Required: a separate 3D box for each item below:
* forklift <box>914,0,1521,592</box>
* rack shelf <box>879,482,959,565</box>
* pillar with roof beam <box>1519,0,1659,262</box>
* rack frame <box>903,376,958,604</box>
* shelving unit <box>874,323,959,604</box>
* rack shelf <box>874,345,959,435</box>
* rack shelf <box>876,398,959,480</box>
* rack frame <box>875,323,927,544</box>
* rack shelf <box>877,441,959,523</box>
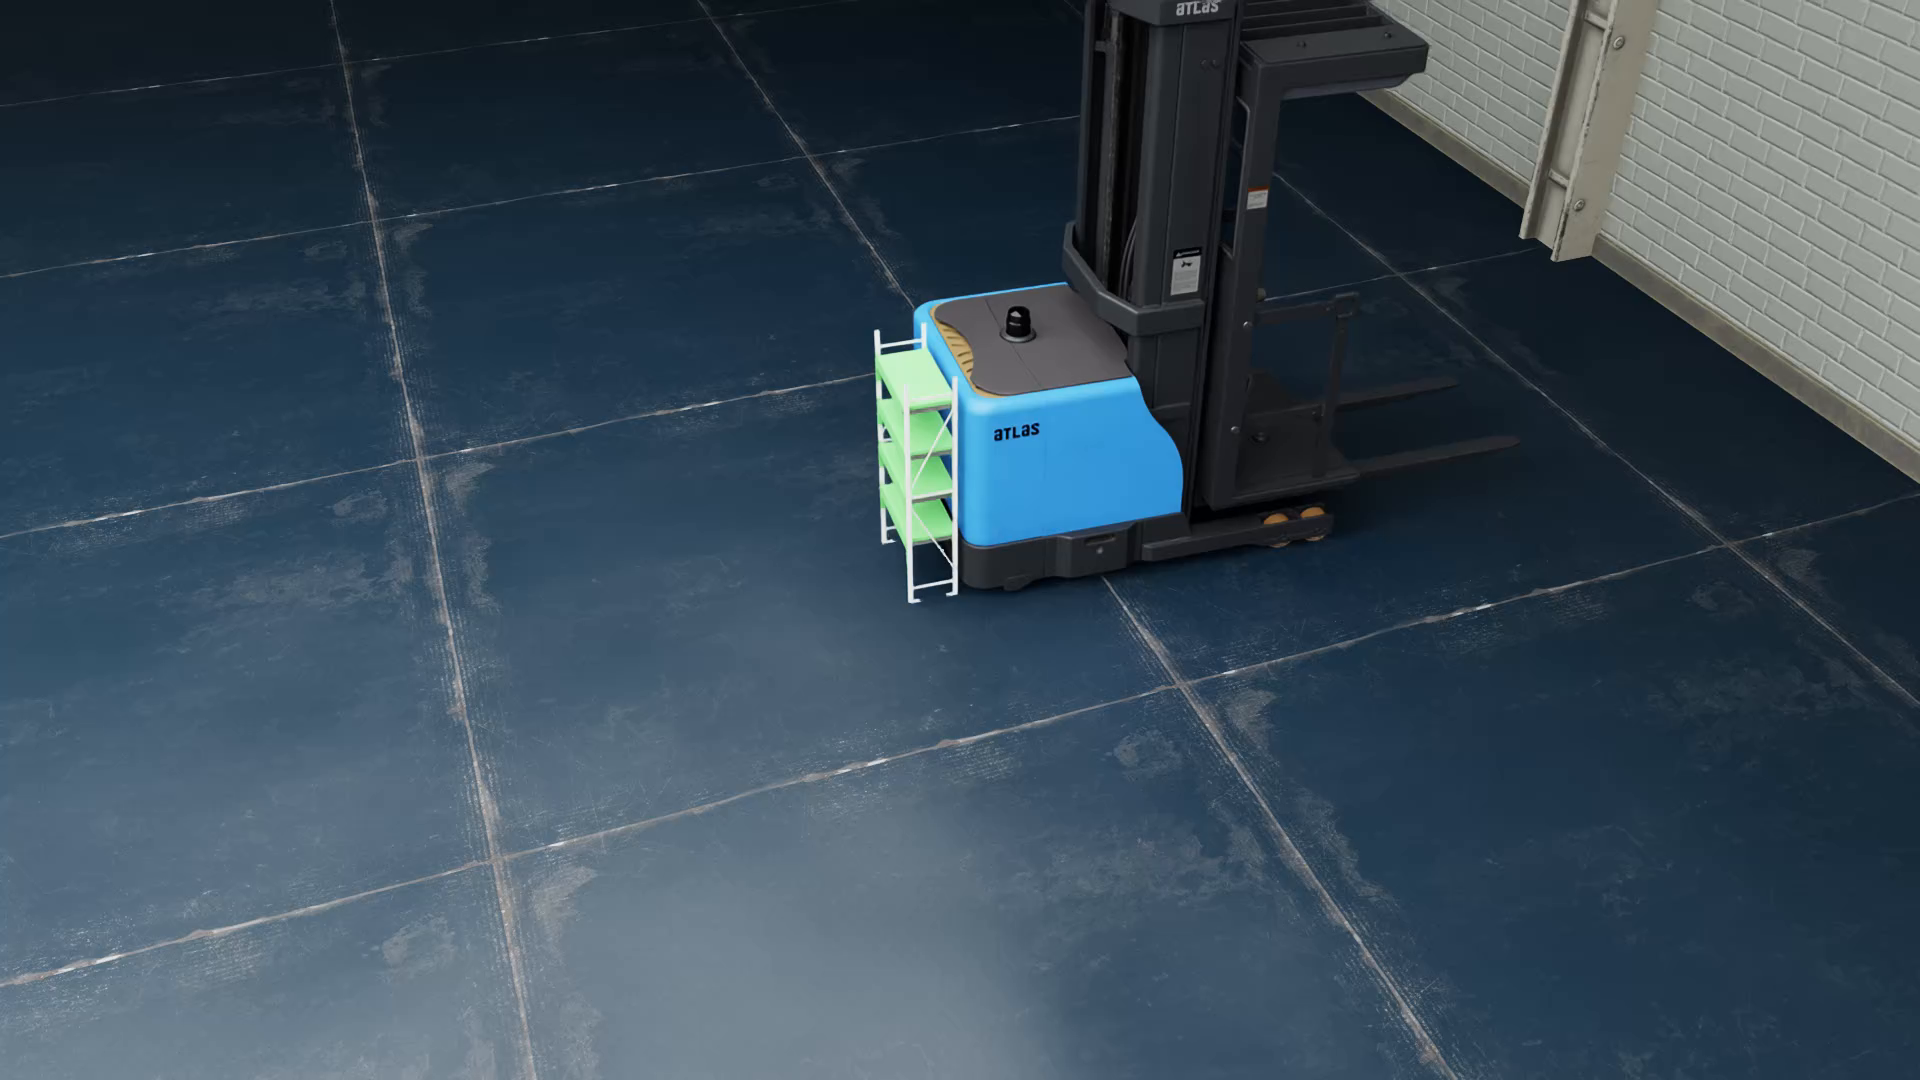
[{"bbox_3d":[1.339,-1.428,7.710,3.031,2.935,1.130,-10,38,-13],"label":"forklift"},{"bbox_3d":[-0.198,-0.102,7.893,0.258,0.148,0.480,-10,38,-14],"label":"rack shelf"},{"bbox_3d":[-0.171,-4.618,6.902,9.100,9.000,0.400,-12,39,-16],"label":"pillar with roof beam"},{"bbox_3d":[-0.127,-0.204,7.523,0.240,1.200,0.015,-10,38,-14],"label":"rack frame"},{"bbox_3d":[-0.198,-0.344,7.710,0.258,1.200,0.503,-10,38,-14],"label":"shelving unit"},{"bbox_3d":[-0.198,-0.677,7.459,0.258,0.148,0.480,-10,38,-14],"label":"rack shelf"},{"bbox_3d":[-0.198,-0.485,7.604,0.258,0.148,0.480,-10,38,-14],"label":"rack shelf"},{"bbox_3d":[-0.269,-0.485,7.896,0.240,1.200,0.015,-10,38,-14],"label":"rack frame"},{"bbox_3d":[-0.198,-0.293,7.748,0.258,0.148,0.480,-10,38,-14],"label":"rack shelf"}]
